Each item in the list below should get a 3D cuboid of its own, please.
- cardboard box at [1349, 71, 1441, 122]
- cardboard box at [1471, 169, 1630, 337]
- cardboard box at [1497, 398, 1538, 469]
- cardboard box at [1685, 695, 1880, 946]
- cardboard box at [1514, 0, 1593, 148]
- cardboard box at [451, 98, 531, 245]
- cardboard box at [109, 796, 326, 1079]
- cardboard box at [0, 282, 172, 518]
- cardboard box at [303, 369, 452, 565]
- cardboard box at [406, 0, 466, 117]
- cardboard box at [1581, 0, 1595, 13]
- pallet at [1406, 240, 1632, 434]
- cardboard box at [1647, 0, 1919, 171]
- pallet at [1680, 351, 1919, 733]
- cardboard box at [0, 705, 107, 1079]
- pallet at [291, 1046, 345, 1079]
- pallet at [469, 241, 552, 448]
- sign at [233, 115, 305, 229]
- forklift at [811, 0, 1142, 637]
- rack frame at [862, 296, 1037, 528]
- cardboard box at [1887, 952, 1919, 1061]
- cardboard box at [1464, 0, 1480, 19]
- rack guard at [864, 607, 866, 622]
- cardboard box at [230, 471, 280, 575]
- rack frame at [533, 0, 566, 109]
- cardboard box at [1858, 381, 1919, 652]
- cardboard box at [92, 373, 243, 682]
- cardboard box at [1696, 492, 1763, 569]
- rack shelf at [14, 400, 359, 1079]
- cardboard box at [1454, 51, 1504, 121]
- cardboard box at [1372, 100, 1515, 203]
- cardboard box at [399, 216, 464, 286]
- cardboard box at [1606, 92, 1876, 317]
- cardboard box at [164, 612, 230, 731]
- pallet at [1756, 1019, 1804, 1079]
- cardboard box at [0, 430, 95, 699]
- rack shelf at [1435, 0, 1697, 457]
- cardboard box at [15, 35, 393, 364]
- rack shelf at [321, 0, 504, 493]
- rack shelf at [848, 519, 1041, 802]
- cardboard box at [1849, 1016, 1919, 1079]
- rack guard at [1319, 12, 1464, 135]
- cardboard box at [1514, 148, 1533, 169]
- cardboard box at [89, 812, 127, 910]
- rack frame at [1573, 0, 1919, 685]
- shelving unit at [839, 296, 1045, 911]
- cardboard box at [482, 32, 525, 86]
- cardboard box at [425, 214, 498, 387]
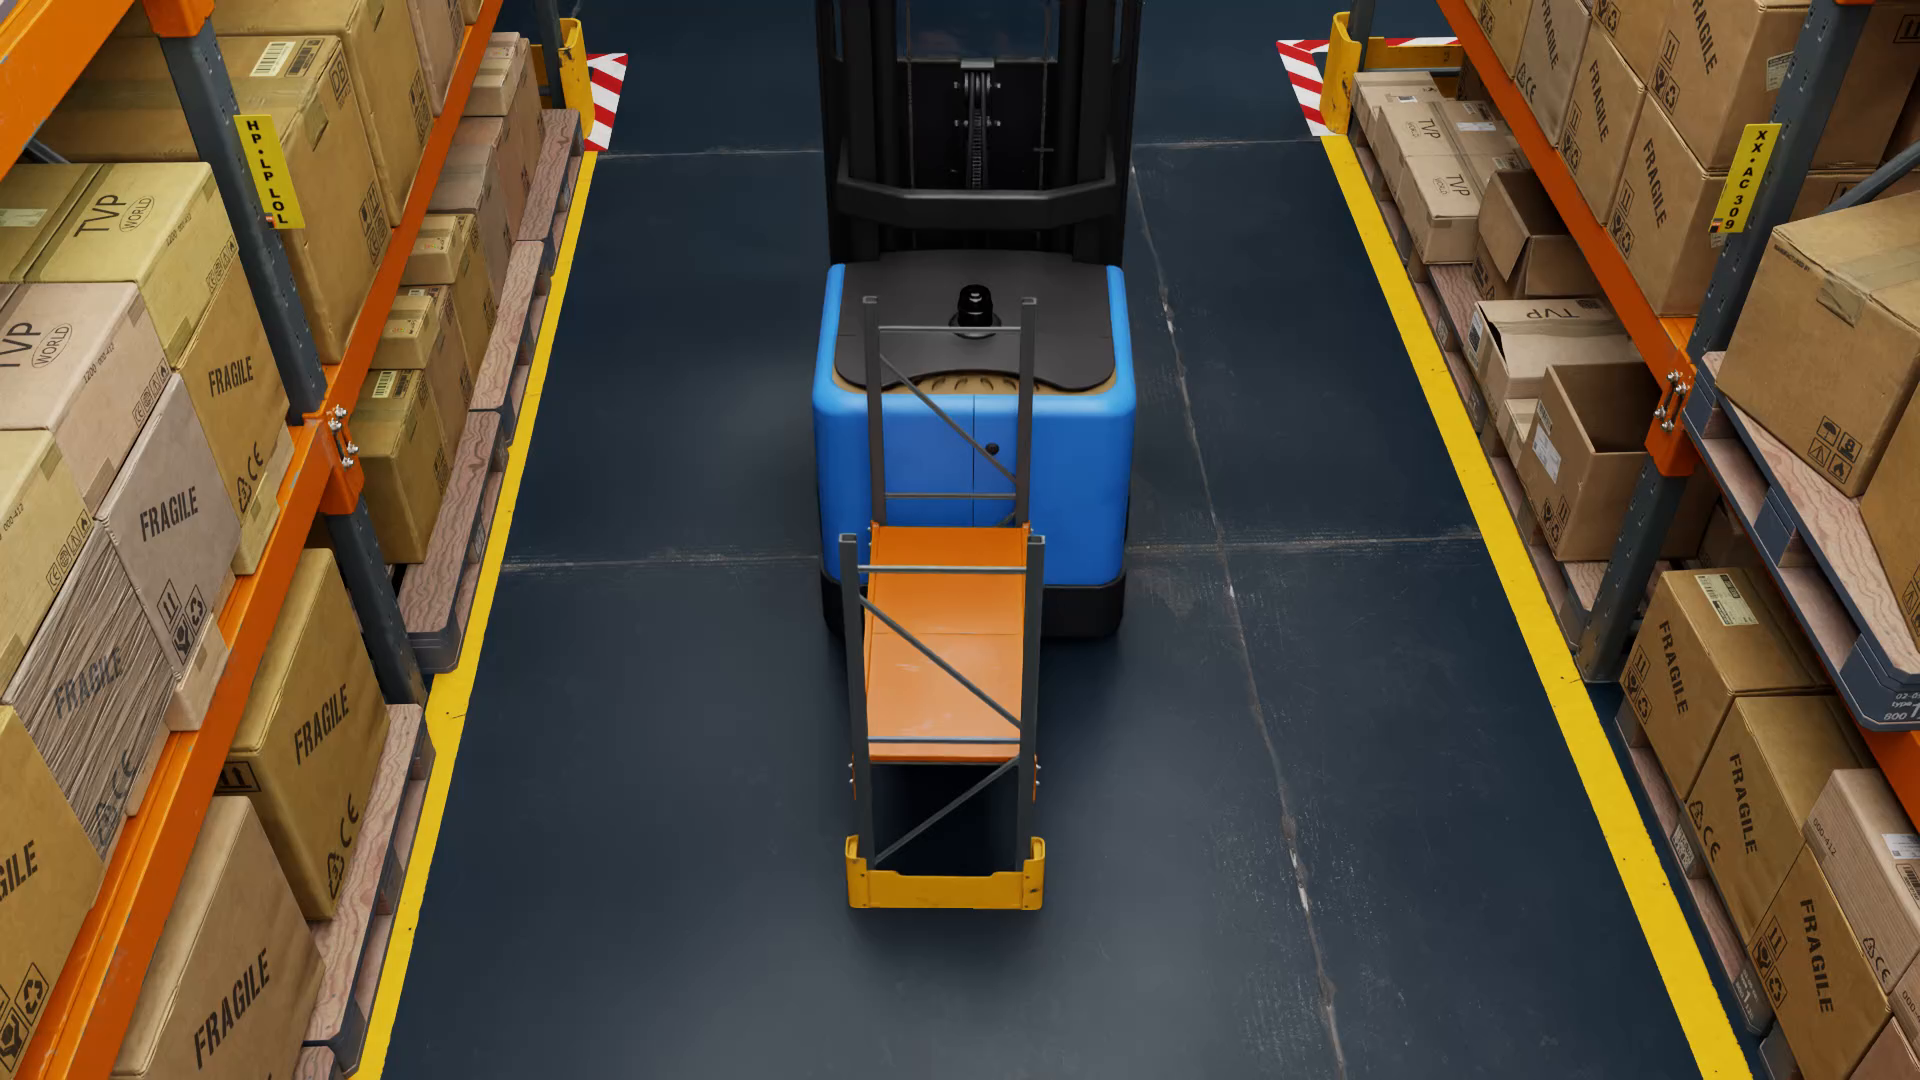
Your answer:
[{"bbox_3d":[2.143,-2.183,8.196,0.380,0.149,0.250,-2,43,-2],"label":"cardboard box"},{"bbox_3d":[2.554,-1.174,6.833,0.797,0.503,0.637,-2,43,-2],"label":"cardboard box"},{"bbox_3d":[2.255,-0.403,6.254,0.380,0.149,0.250,-2,43,-2],"label":"cardboard box"},{"bbox_3d":[2.449,0.789,4.694,0.500,0.500,0.500,-1,43,-1],"label":"cardboard box"},{"bbox_3d":[2.314,-1.725,5.839,0.500,0.500,0.500,-1,43,-1],"label":"cardboard box"},{"bbox_3d":[-2.329,-1.645,7.364,0.700,0.500,0.500,-2,43,-2],"label":"cardboard box"},{"bbox_3d":[-2.112,1.154,4.052,0.750,0.750,0.750,0,43,0],"label":"cardboard box"},{"bbox_3d":[-2.023,-0.296,3.489,0.500,0.250,0.500,-1,43,-1],"label":"cardboard box"},{"bbox_3d":[-2.240,-0.260,5.853,0.700,0.500,0.500,-1,43,-1],"label":"cardboard box"},{"bbox_3d":[-2.383,-1.980,5.968,0.980,0.700,0.700,-4,43,-4],"label":"cardboard box"},{"bbox_3d":[2.313,-2.089,5.495,0.500,0.500,0.500,-1,43,-1],"label":"cardboard box"},{"bbox_3d":[2.556,-0.925,7.103,1.003,0.211,1.213,-2,43,-2],"label":"pallet"},{"bbox_3d":[2.358,-1.403,4.747,0.500,0.500,0.500,-1,43,-2],"label":"cardboard box"},{"bbox_3d":[2.563,-0.050,4.227,1.003,0.211,1.213,-2,43,-2],"label":"pallet"},{"bbox_3d":[-1.968,0.652,3.010,0.500,0.500,0.500,-1,43,-1],"label":"cardboard box"},{"bbox_3d":[-2.148,1.853,4.072,1.003,0.211,1.213,-2,43,-2],"label":"pallet"},{"bbox_3d":[-2.319,-0.832,7.002,1.003,0.211,1.213,-2,43,-2],"label":"pallet"},{"bbox_3d":[-1.769,-0.939,4.256,0.100,0.325,0.005,-2,43,-2],"label":"sign"},{"bbox_3d":[0.064,-1.717,5.954,1.130,2.935,3.031,1,43,1],"label":"forklift"},{"bbox_3d":[-0.030,-0.137,5.290,0.500,1.500,0.032,1,43,1],"label":"rack frame"},{"bbox_3d":[2.480,1.166,3.727,0.500,0.250,0.500,-2,43,-3],"label":"cardboard box"},{"bbox_3d":[2.270,-2.407,6.582,0.500,0.500,0.500,-2,43,-2],"label":"cardboard box"},{"bbox_3d":[-0.030,0.324,5.711,0.587,0.250,0.087,1,43,1],"label":"rack guard"},{"bbox_3d":[-1.979,-0.044,4.249,0.380,0.149,0.250,-1,43,-1],"label":"cardboard box"},{"bbox_3d":[-2.480,-3.219,7.542,1.000,3.000,0.127,-2,43,-2],"label":"rack frame"},{"bbox_3d":[2.528,-0.067,3.718,0.700,0.500,0.500,5,43,5],"label":"cardboard box"},{"bbox_3d":[-2.007,-0.024,3.748,0.500,0.500,0.500,-1,43,-1],"label":"cardboard box"},{"bbox_3d":[2.837,-0.124,5.830,0.500,0.311,0.500,-2,43,-2],"label":"cardboard box"},{"bbox_3d":[-2.226,1.096,3.366,1.077,0.370,4.000,-2,43,-2],"label":"rack shelf"},{"bbox_3d":[2.738,-2.245,8.004,0.500,0.500,0.500,-2,43,-2],"label":"cardboard box"},{"bbox_3d":[2.230,-1.800,7.703,0.500,0.250,0.500,-2,43,-2],"label":"cardboard box"},{"bbox_3d":[-2.094,-1.088,6.276,0.380,0.149,0.250,-3,43,-3],"label":"cardboard box"},{"bbox_3d":[2.361,-1.031,5.081,0.500,0.500,0.500,-1,43,-1],"label":"cardboard box"},{"bbox_3d":[-1.943,0.309,3.864,0.380,0.149,0.250,-2,43,-2],"label":"cardboard box"},{"bbox_3d":[2.766,1.738,4.198,1.003,0.211,1.213,-2,43,-2],"label":"pallet"},{"bbox_3d":[-2.001,0.048,3.113,0.500,0.250,0.500,-1,43,-1],"label":"cardboard box"},{"bbox_3d":[2.554,-1.749,6.470,1.077,0.370,4.000,-2,43,-2],"label":"rack shelf"},{"bbox_3d":[-2.317,-0.996,4.895,0.980,0.700,0.700,-1,43,-1],"label":"cardboard box"},{"bbox_3d":[-2.395,-1.604,6.313,1.077,0.370,4.000,-2,43,-2],"label":"rack shelf"},{"bbox_3d":[-0.037,0.339,5.037,0.538,0.185,1.000,1,43,1],"label":"rack shelf"},{"bbox_3d":[2.484,1.468,3.953,0.500,0.500,0.500,-3,43,-3],"label":"cardboard box"},{"bbox_3d":[2.472,-2.391,8.489,1.175,0.500,0.348,-2,43,-2],"label":"rack guard"},{"bbox_3d":[2.748,-1.511,7.387,0.500,0.250,0.500,-2,43,-2],"label":"cardboard box"},{"bbox_3d":[-2.003,0.645,3.497,0.380,0.149,0.250,-3,43,-3],"label":"cardboard box"},{"bbox_3d":[2.639,-0.664,4.754,1.000,3.000,0.127,-2,43,-2],"label":"rack frame"},{"bbox_3d":[-0.037,0.200,4.922,0.587,1.500,1.083,1,43,1],"label":"shelving unit"},{"bbox_3d":[-2.163,-2.141,7.425,0.380,0.149,0.250,-2,43,-2],"label":"cardboard box"},{"bbox_3d":[-2.277,-0.946,6.601,0.700,0.500,0.500,-1,43,-1],"label":"cardboard box"}]
